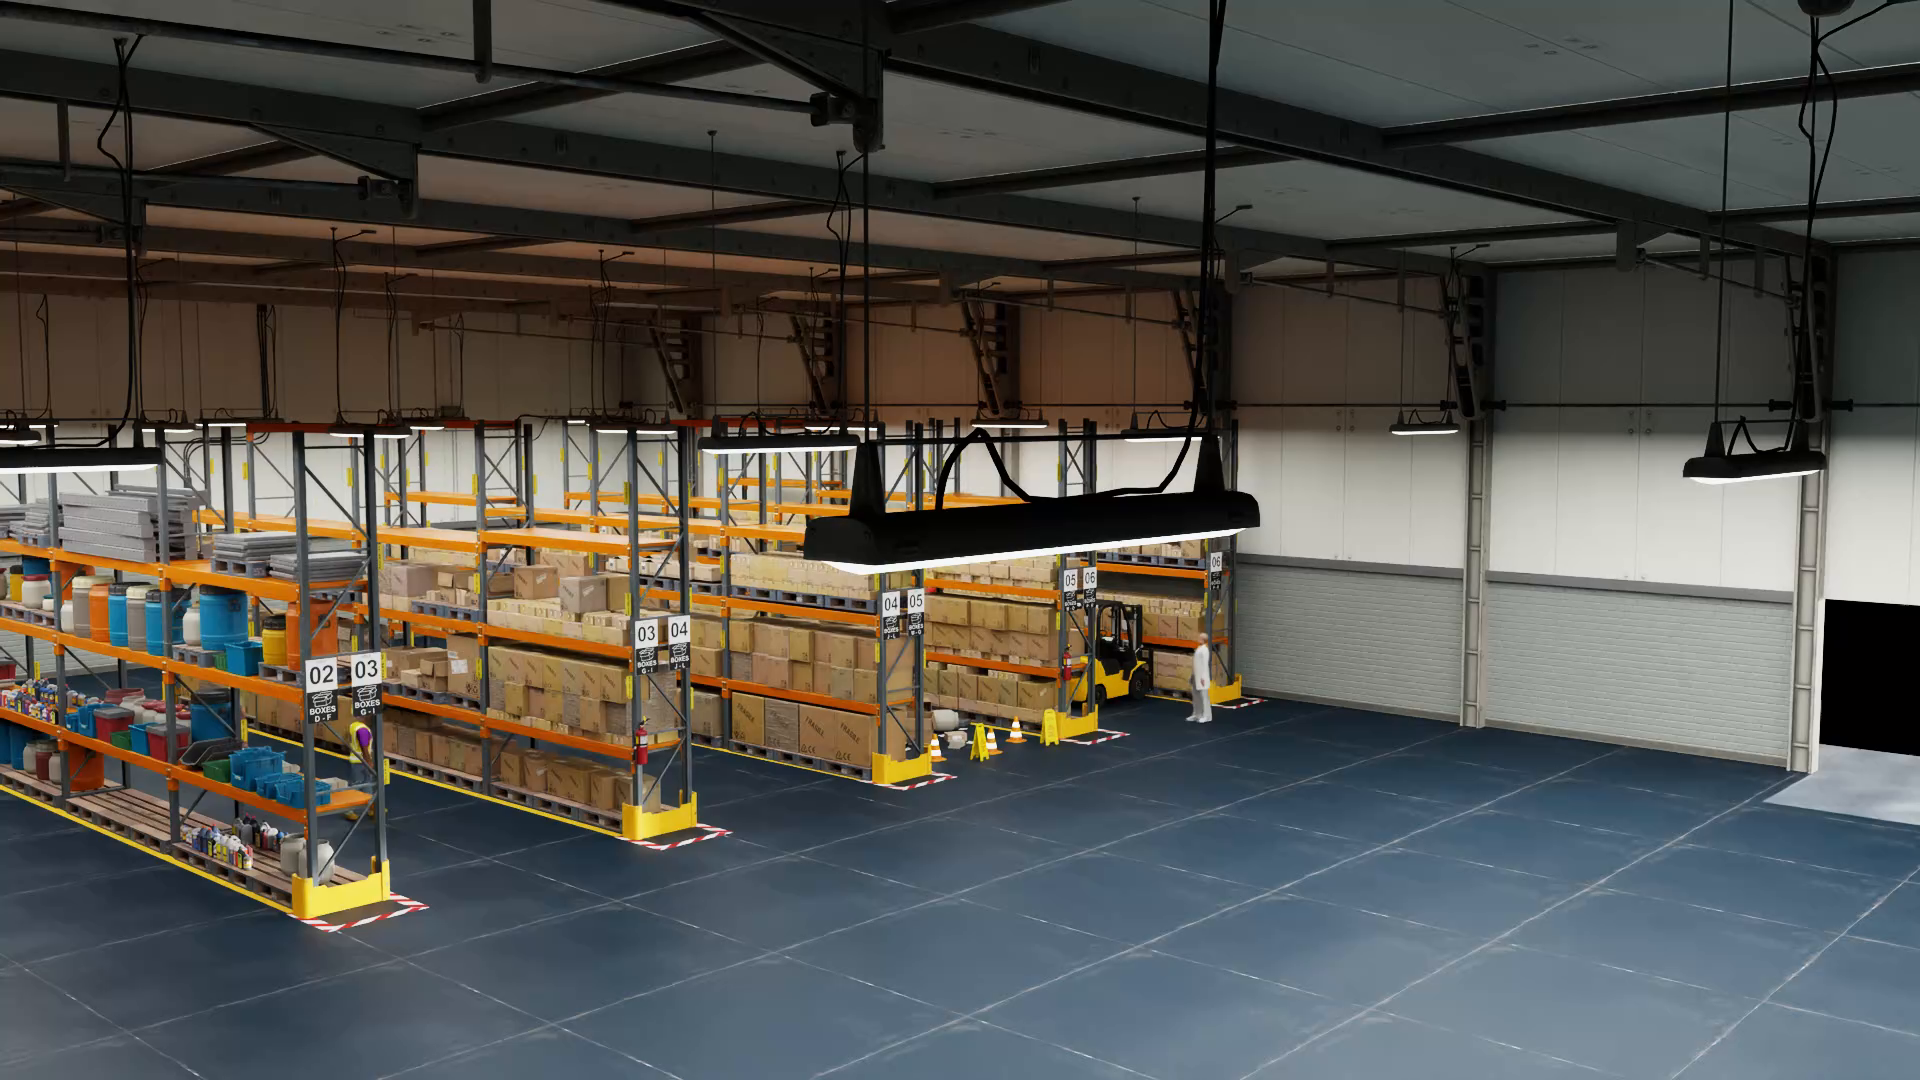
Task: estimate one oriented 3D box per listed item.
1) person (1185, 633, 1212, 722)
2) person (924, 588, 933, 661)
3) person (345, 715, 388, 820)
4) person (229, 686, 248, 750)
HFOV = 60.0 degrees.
[{"bbox_3d":[4.788,2.742,33.153,0.426,1.816,0.673,-2,5,-20],"label":"person"},{"bbox_3d":[-0.710,1.982,39.031,0.588,1.771,0.451,-1,5,-13],"label":"person"},{"bbox_3d":[-9.094,3.389,25.362,0.609,1.765,0.594,-1,5,-12],"label":"person"},{"bbox_3d":[-13.042,3.040,30.068,0.412,1.681,0.476,0,5,-1],"label":"person"}]
